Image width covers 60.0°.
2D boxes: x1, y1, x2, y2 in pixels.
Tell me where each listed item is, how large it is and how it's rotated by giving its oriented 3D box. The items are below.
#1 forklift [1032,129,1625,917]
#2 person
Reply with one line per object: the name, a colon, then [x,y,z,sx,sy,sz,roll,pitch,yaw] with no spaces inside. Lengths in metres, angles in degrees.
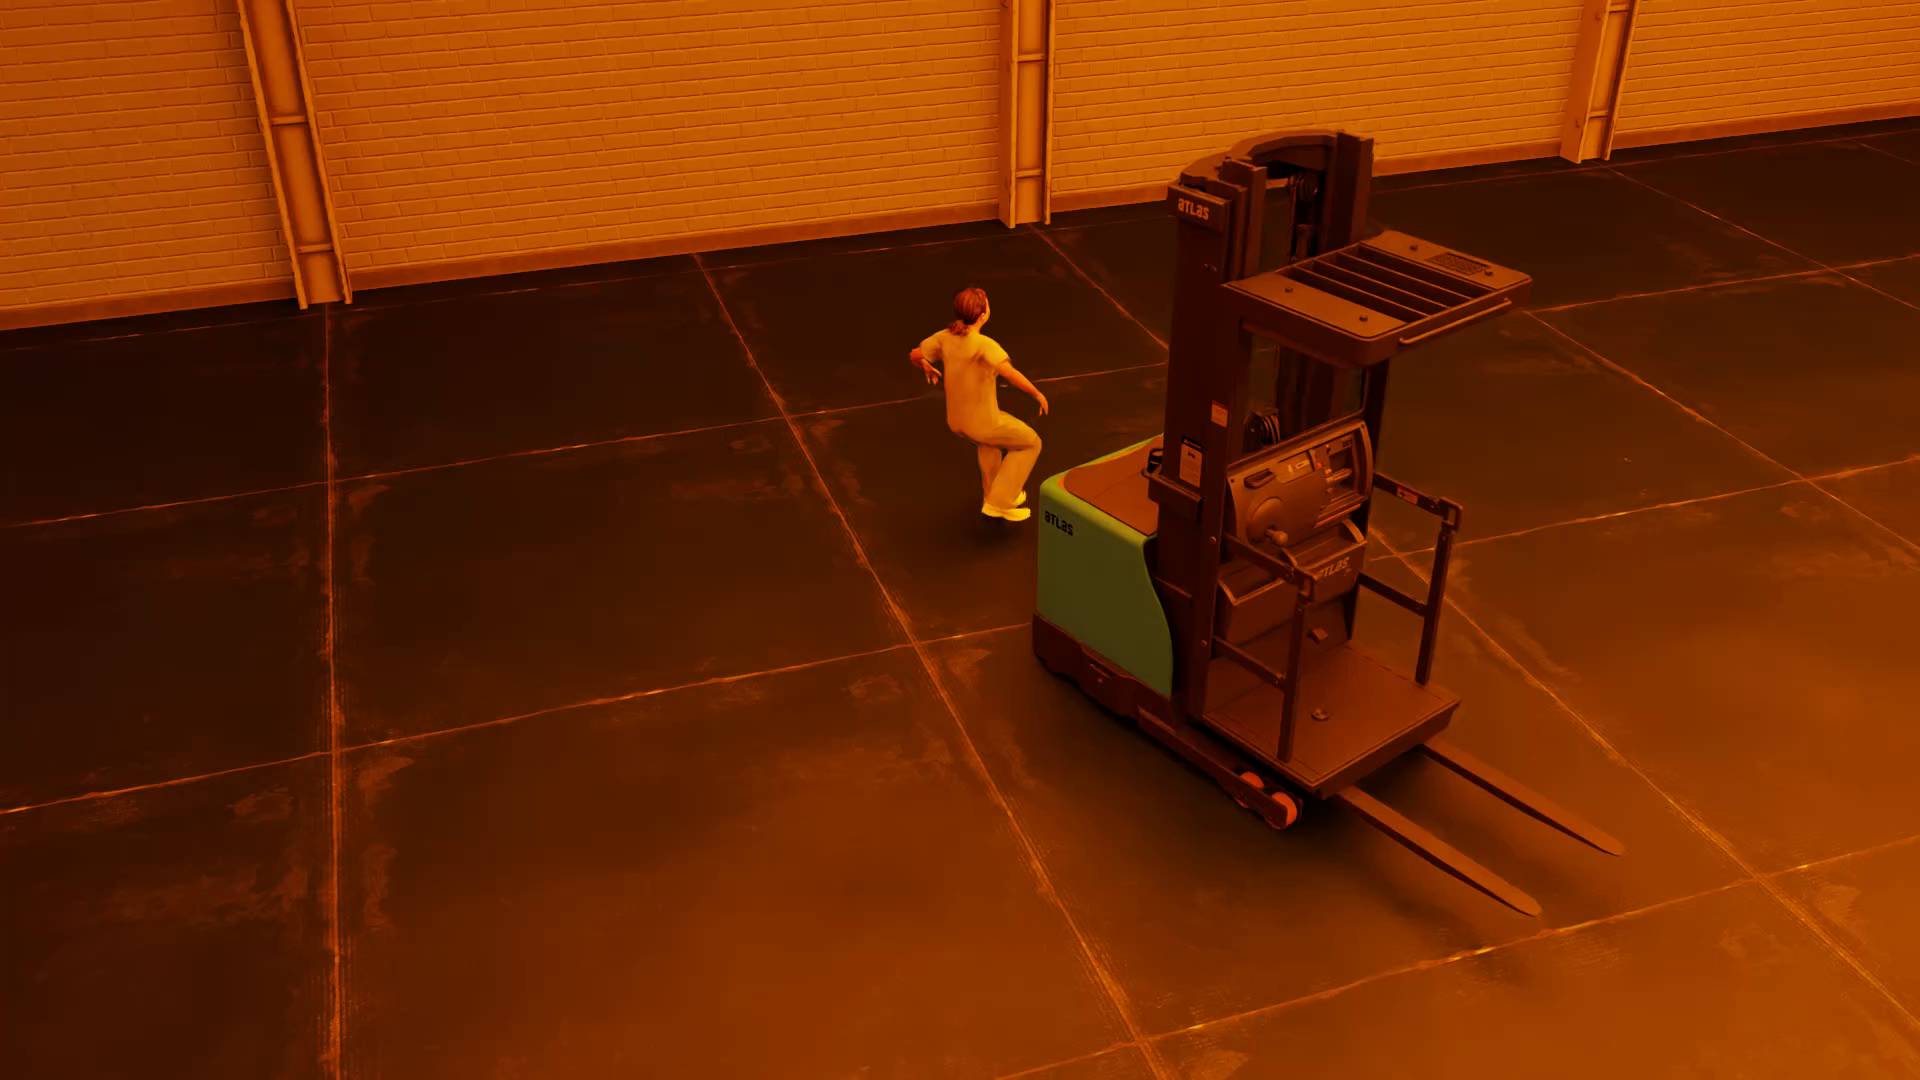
forklift: [1.695,-0.215,7.461,1.130,2.935,3.031,-22,36,-33]
person: [0.192,-0.791,9.837,0.681,1.564,0.902,-25,38,-36]
